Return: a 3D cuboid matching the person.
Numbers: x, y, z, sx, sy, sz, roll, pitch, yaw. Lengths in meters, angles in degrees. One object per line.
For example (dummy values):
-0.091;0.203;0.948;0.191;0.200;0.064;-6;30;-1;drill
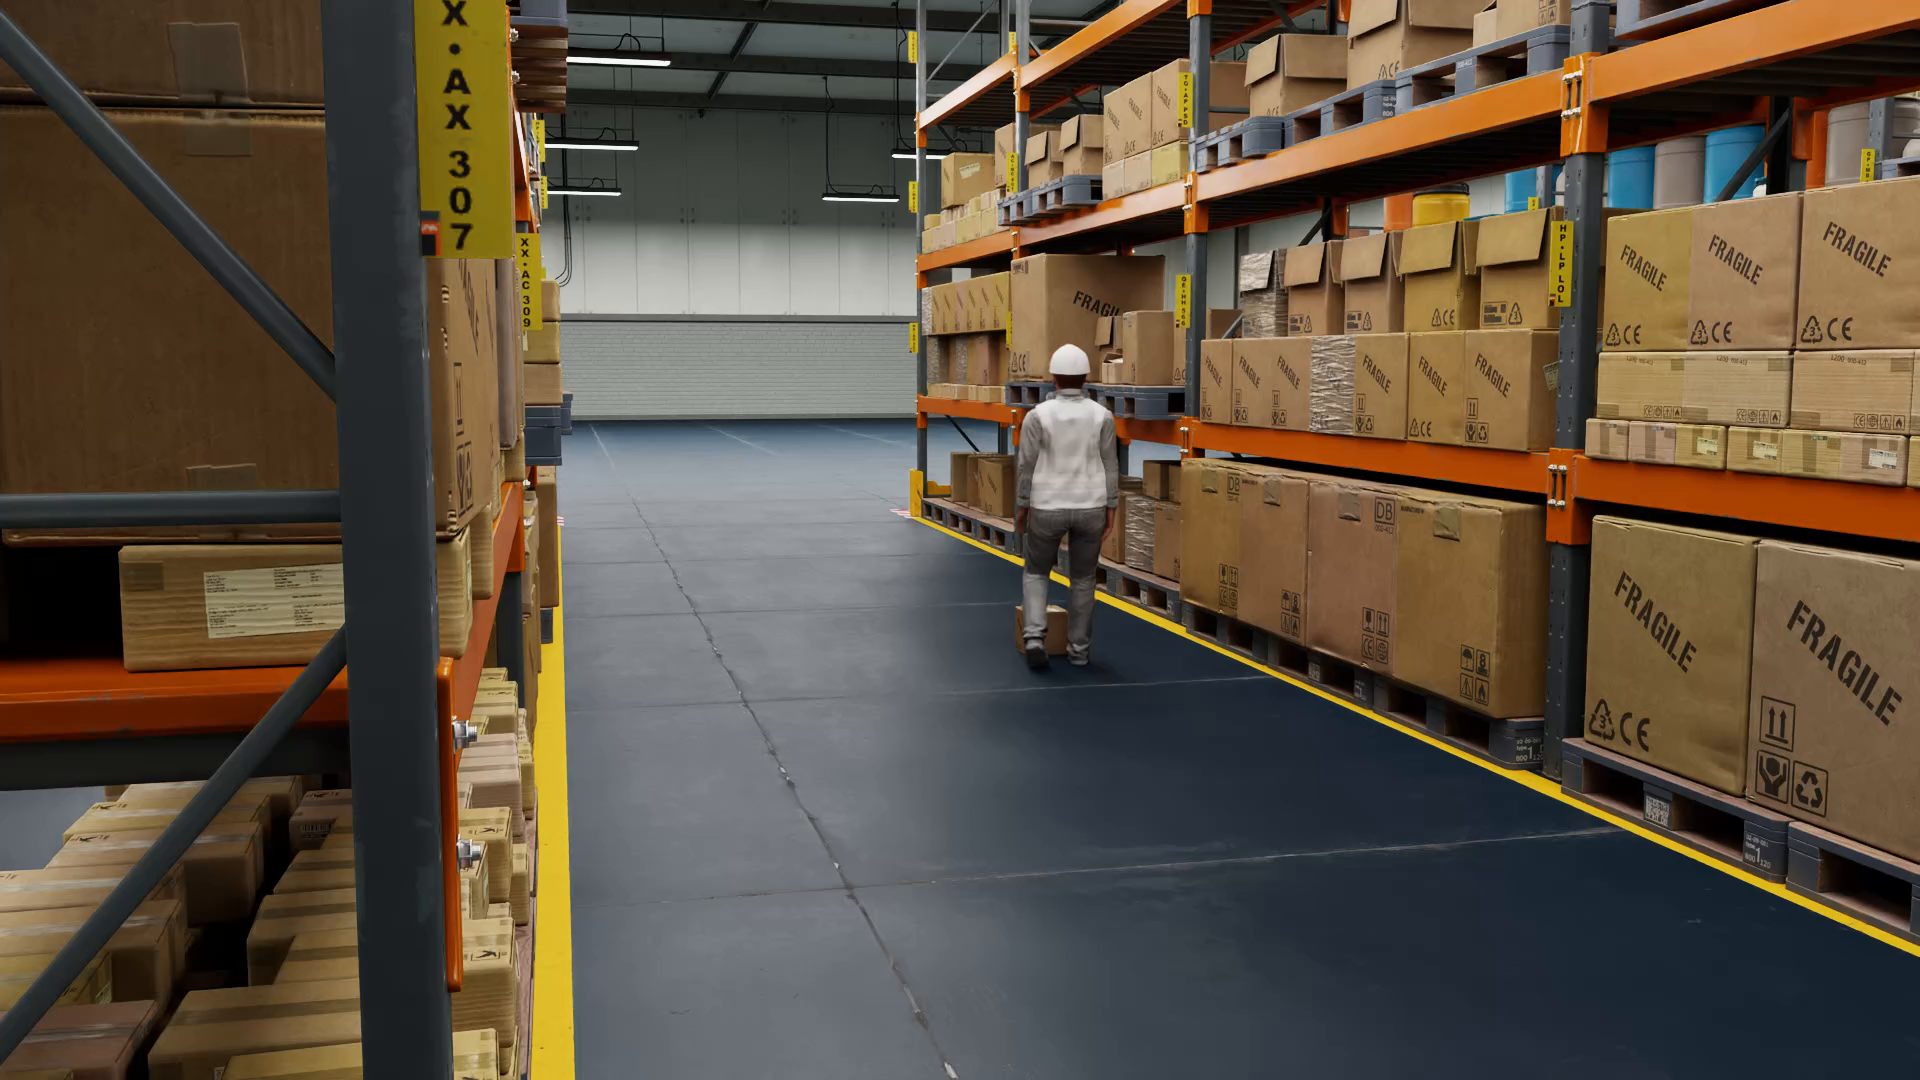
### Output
0.581;-0.183;9.098;0.554;1.760;0.485;0;6;-3;person
